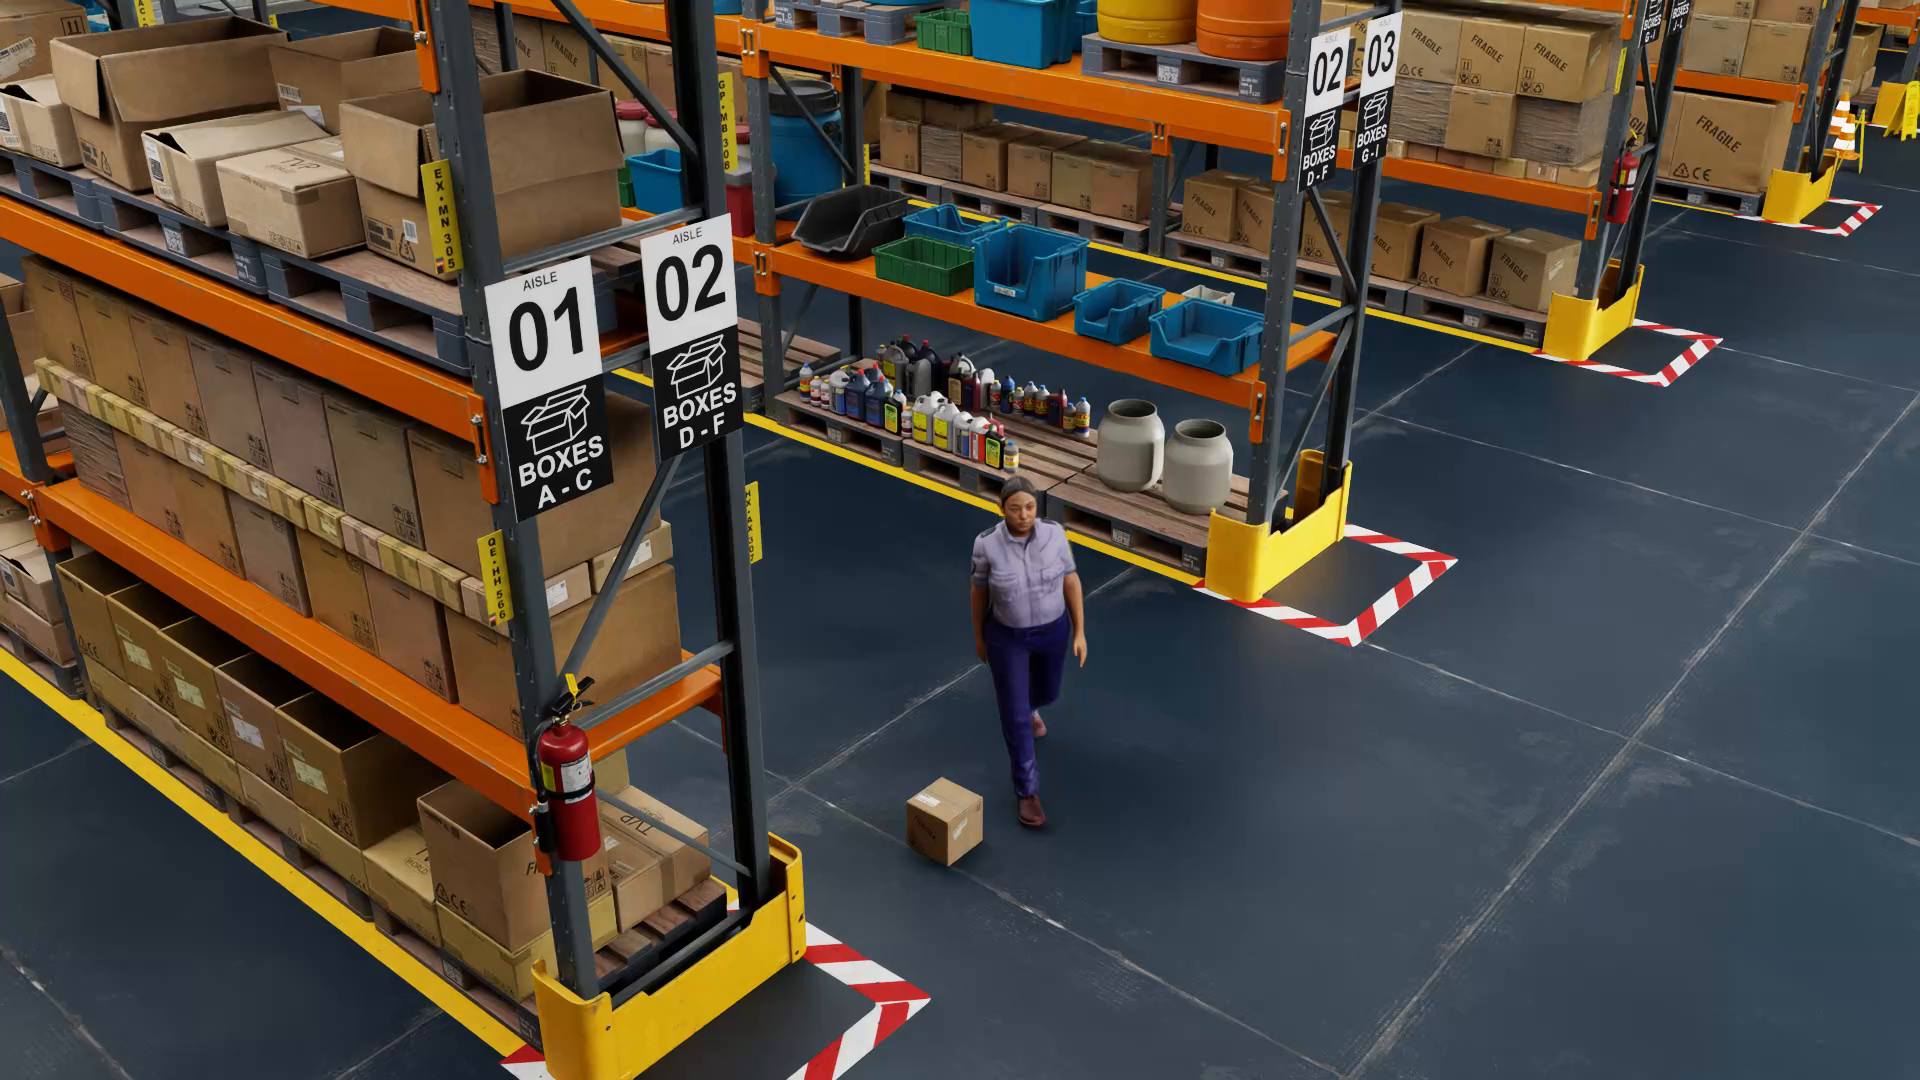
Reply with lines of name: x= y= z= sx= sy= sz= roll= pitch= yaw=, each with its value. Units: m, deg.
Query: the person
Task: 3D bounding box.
person: x=0.314 y=0.440 z=7.807 sx=0.513 sy=1.619 sz=0.927 roll=-6 pitch=28 yaw=-11
